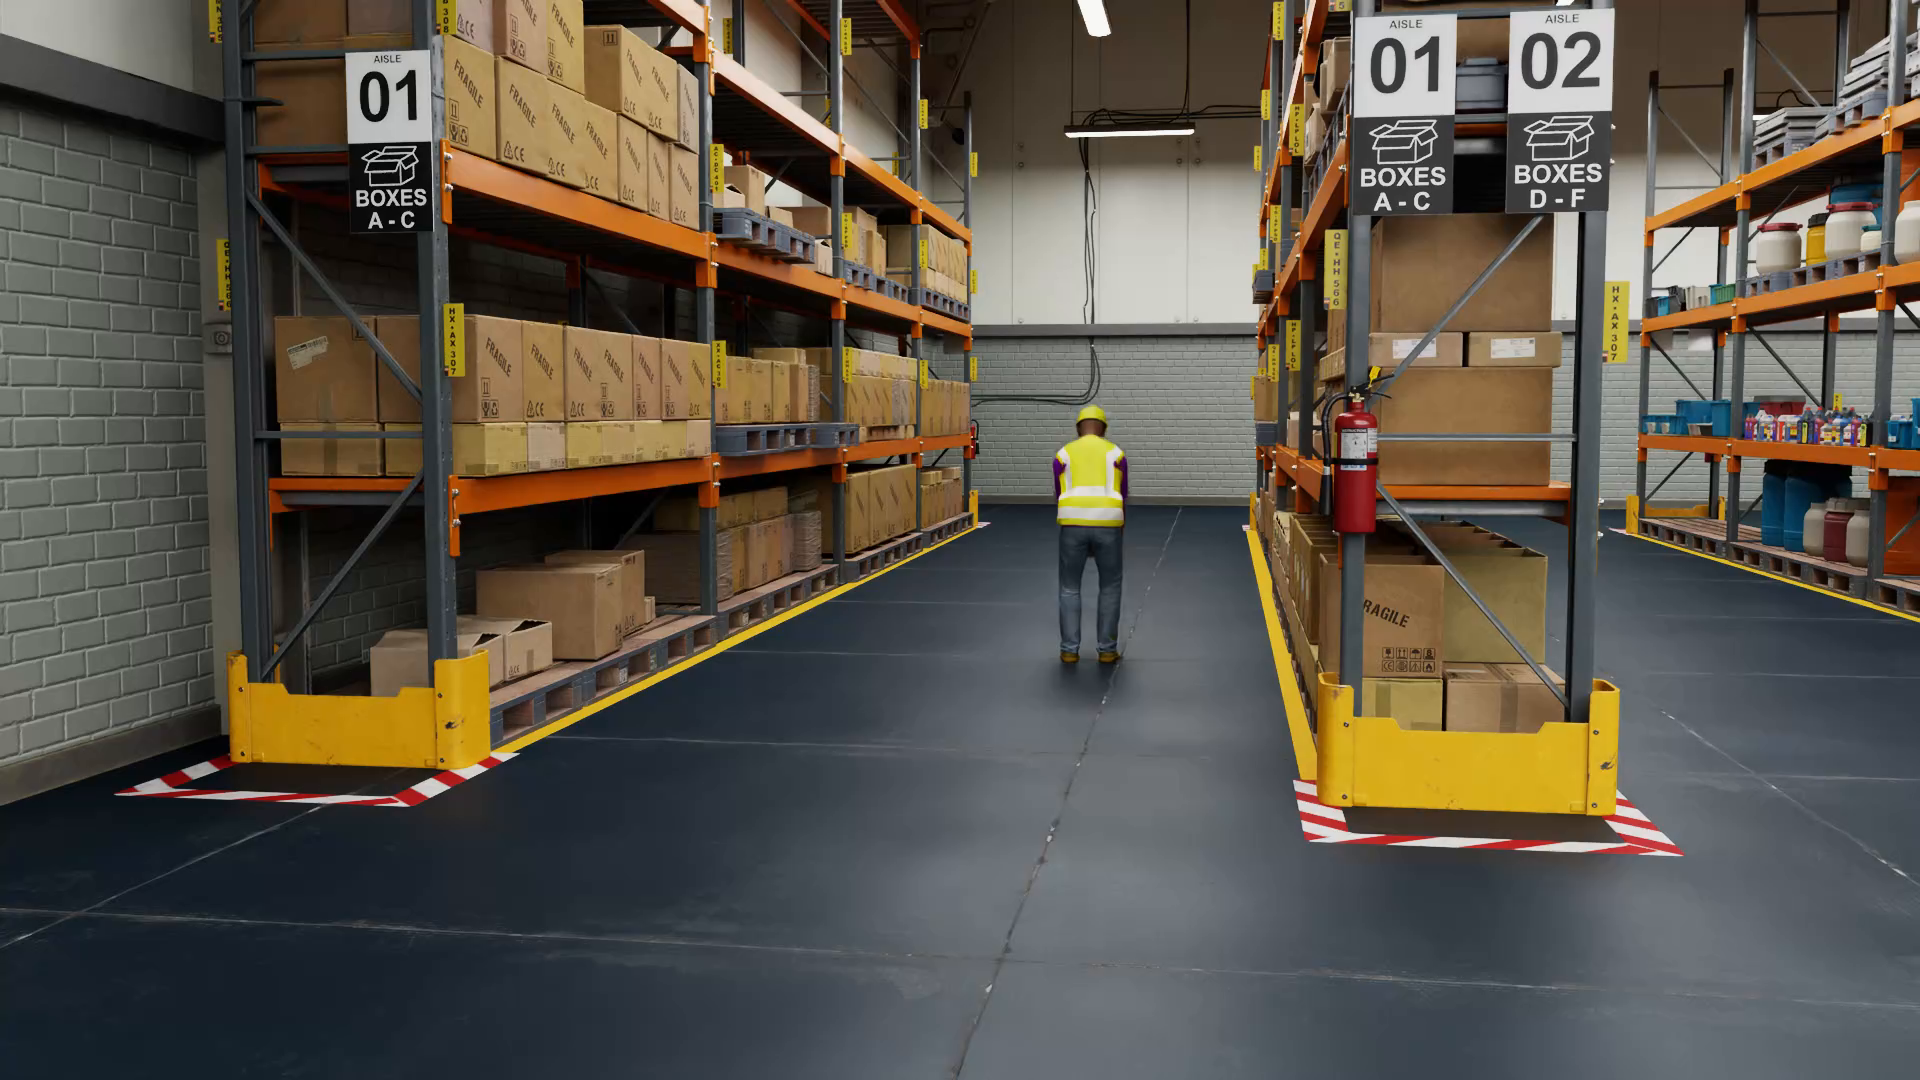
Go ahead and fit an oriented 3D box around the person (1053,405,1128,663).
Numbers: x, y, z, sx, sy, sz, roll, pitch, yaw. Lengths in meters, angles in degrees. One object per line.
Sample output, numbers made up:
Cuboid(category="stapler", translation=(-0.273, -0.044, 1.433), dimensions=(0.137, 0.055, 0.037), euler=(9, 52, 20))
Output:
Cuboid(category="person", translation=(0.849, -0.053, 10.860), dimensions=(0.483, 1.659, 0.691), euler=(1, 4, 8))
